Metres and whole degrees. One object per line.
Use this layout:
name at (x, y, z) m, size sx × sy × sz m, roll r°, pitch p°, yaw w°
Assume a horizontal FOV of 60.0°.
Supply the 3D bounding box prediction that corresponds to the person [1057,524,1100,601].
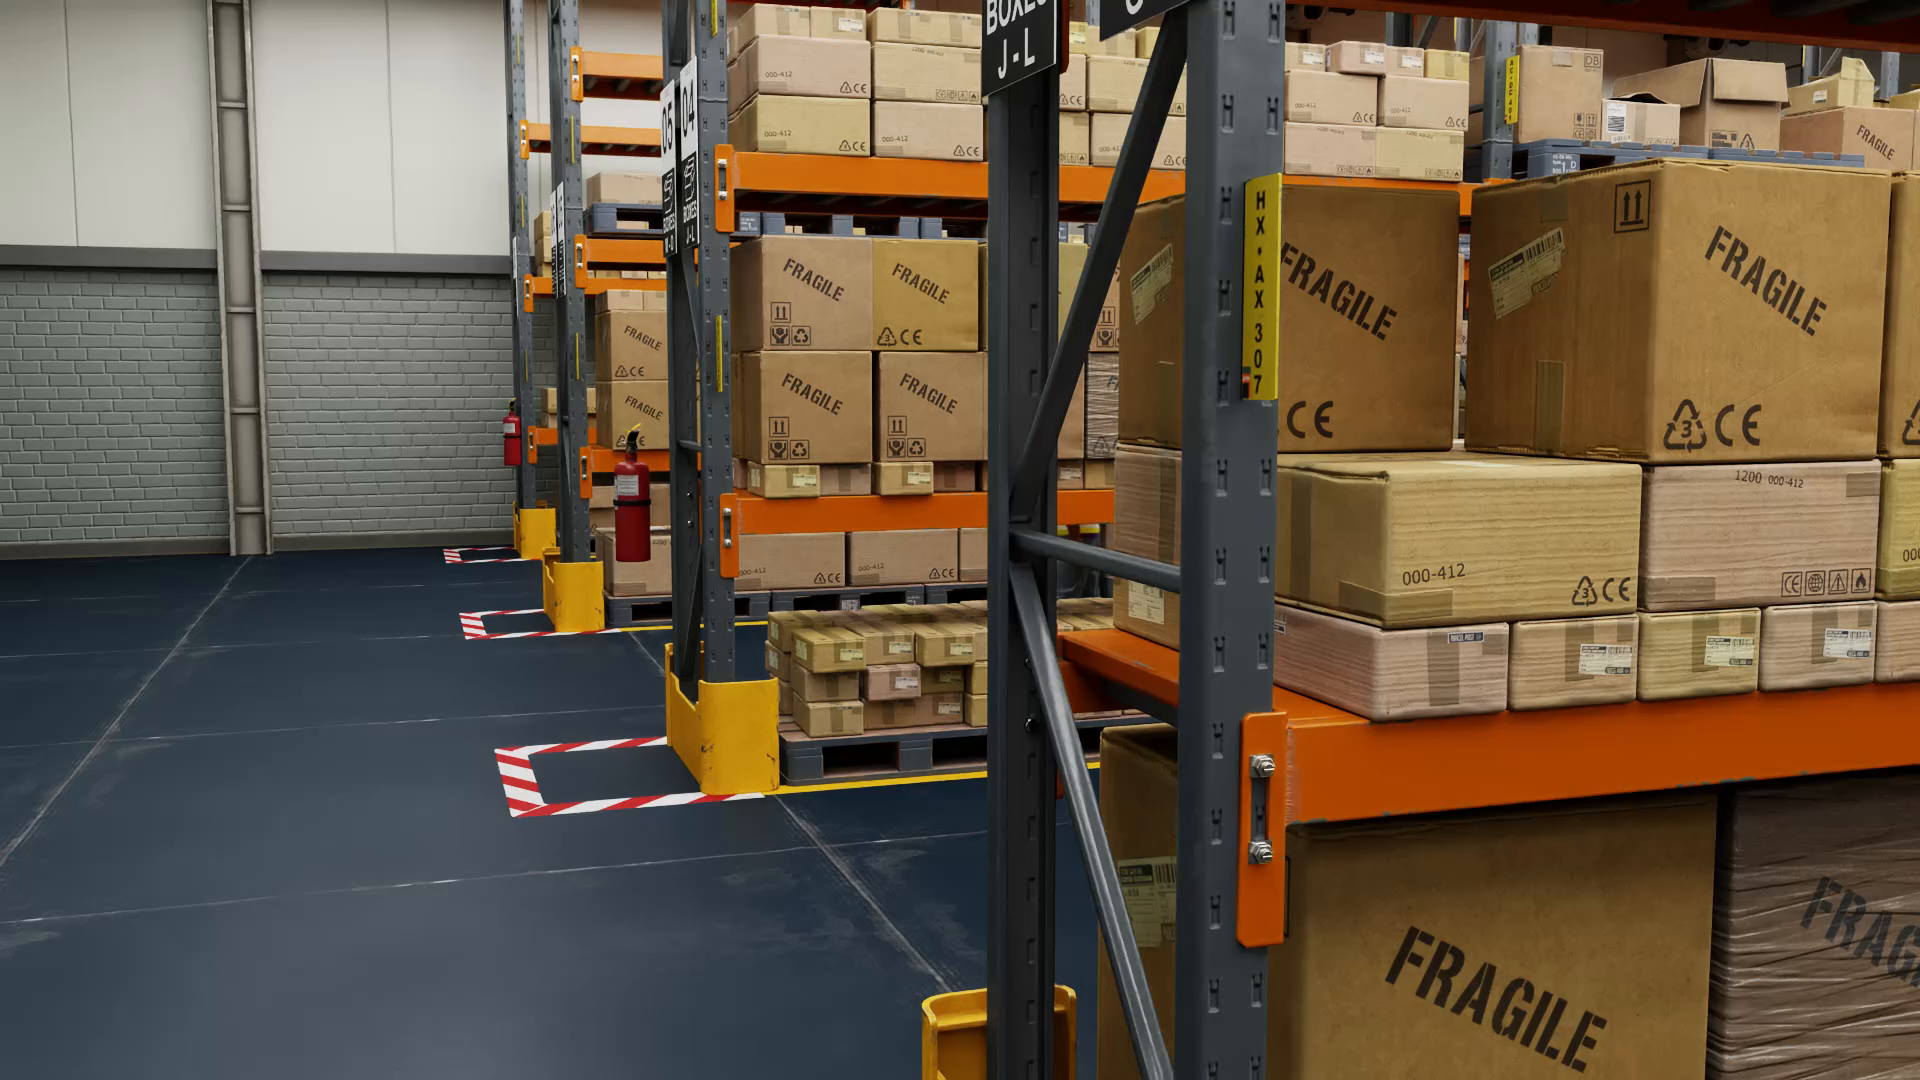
person at (0.767, -0.030, 10.004) m, size 0.660 × 1.764 × 0.598 m, roll -1°, pitch 6°, yaw -10°
